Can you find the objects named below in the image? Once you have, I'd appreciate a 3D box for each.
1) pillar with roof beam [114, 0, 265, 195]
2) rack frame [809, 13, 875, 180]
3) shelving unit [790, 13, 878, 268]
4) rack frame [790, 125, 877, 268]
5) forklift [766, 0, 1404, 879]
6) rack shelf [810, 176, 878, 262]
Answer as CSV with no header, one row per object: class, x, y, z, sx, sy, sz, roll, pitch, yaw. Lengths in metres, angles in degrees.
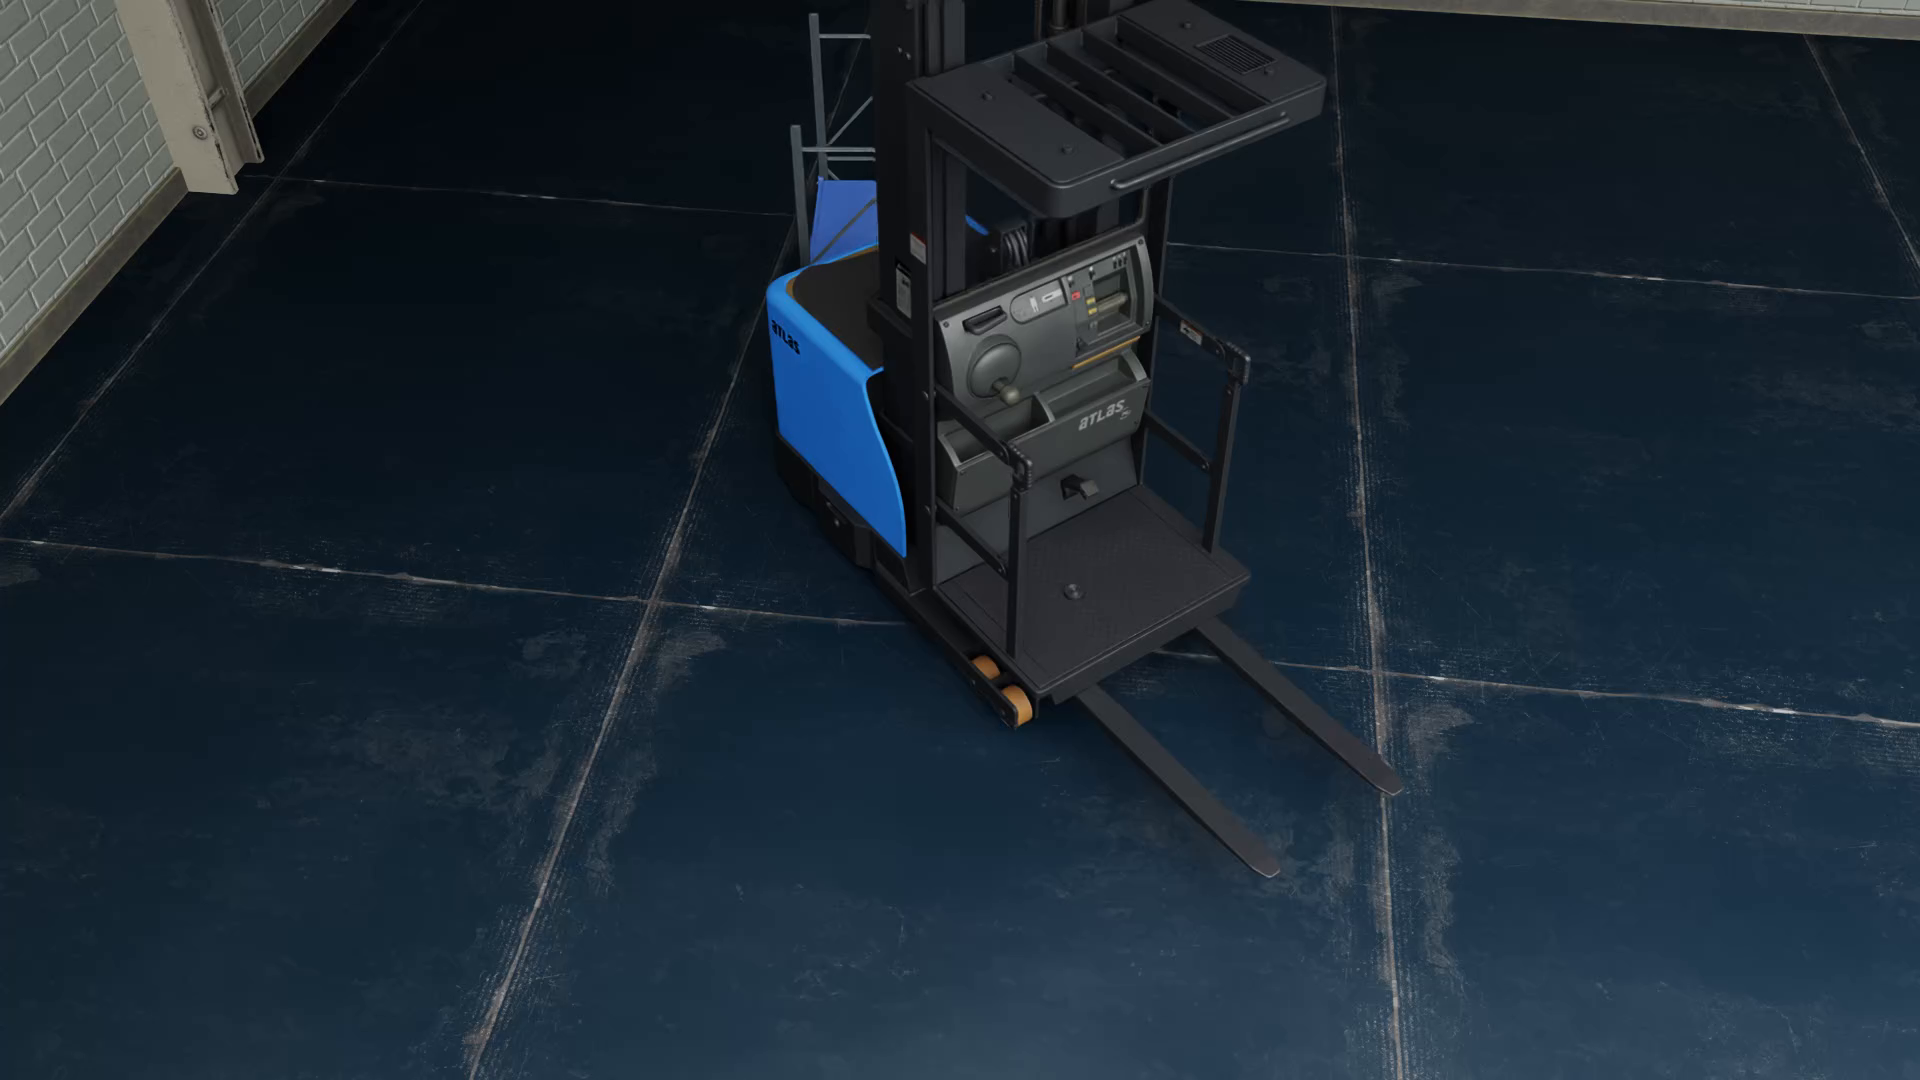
pillar with roof beam,0.077,-4.961,5.967,9.100,9.000,0.400,5,44,6
rack frame,-0.445,-1.869,8.155,0.500,1.500,0.032,0,43,0
shelving unit,-0.450,-1.519,7.786,0.538,1.500,1.048,0,43,0
rack frame,-0.455,-1.170,7.417,0.500,1.500,0.032,0,43,0
forklift,0.450,-0.717,5.898,1.130,2.935,3.031,-26,49,-25
rack shelf,-0.450,-1.389,7.909,0.538,0.185,1.000,0,43,0
